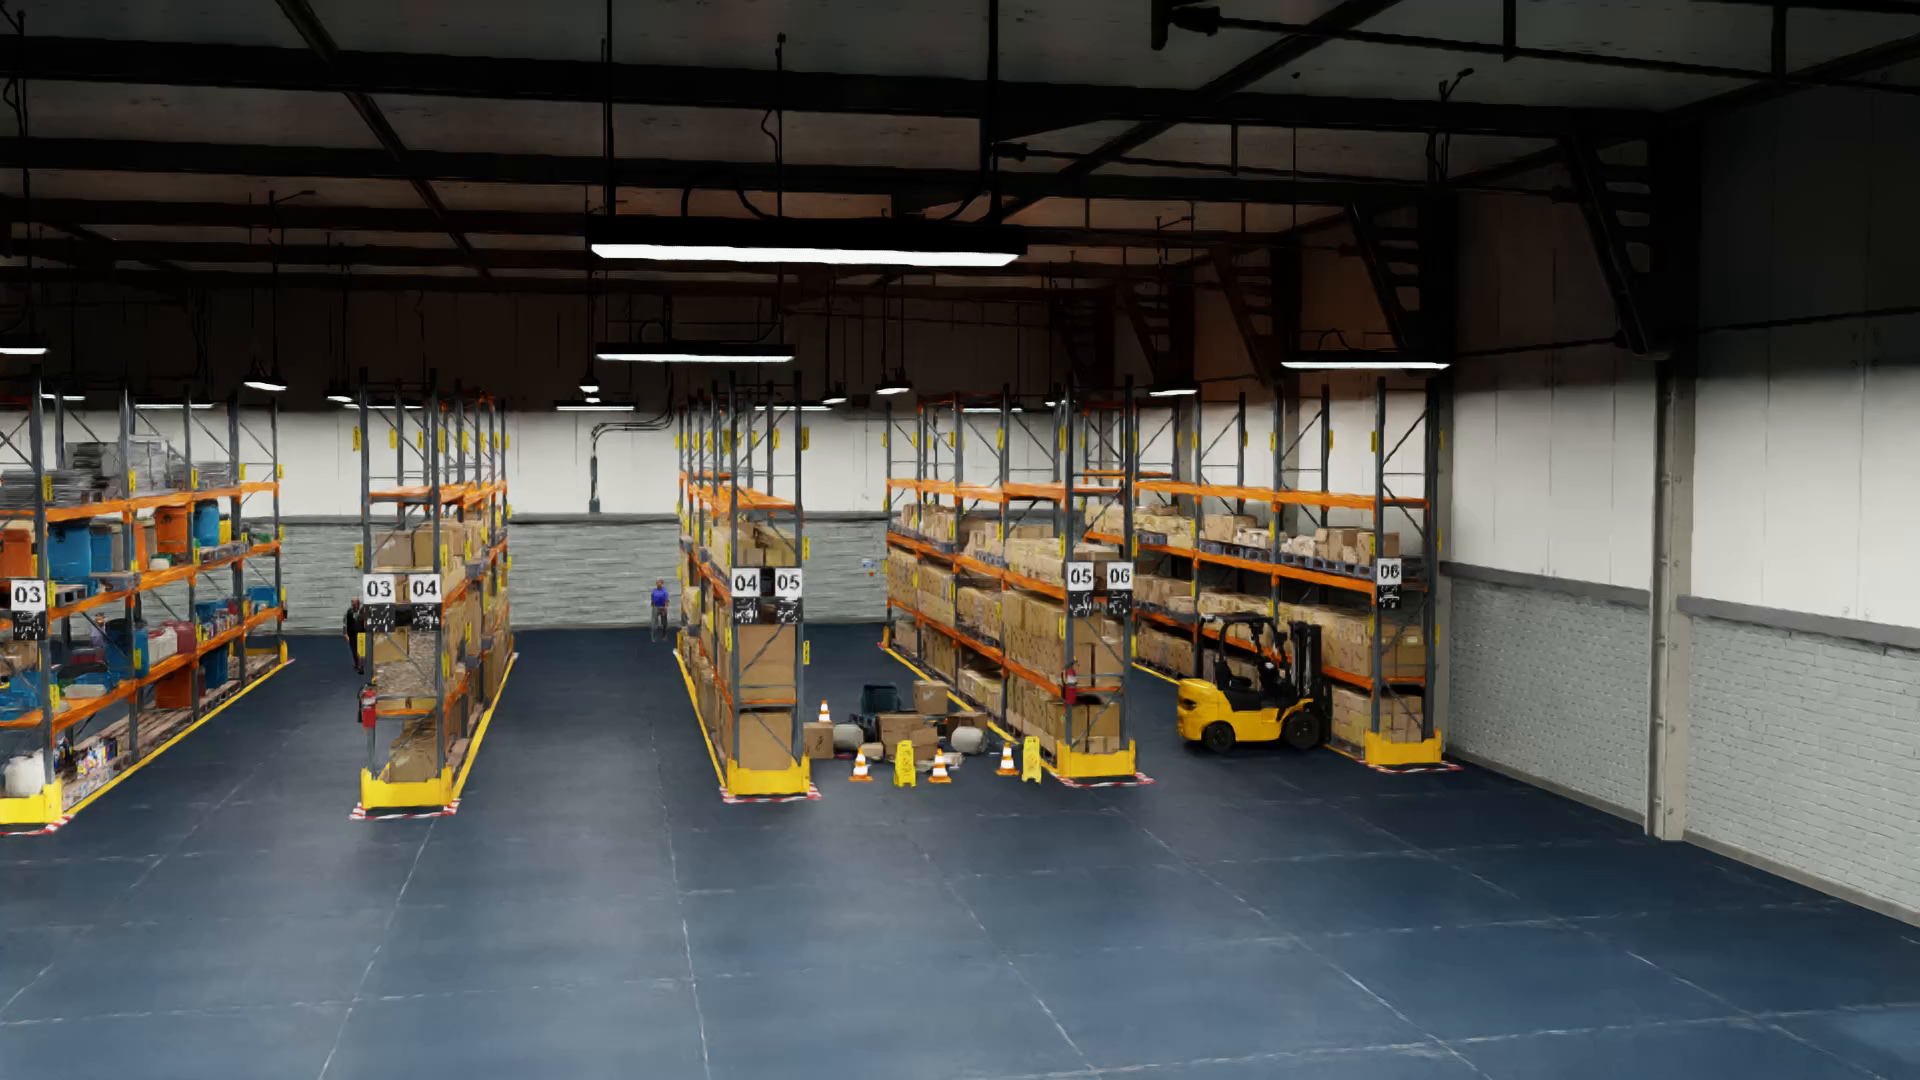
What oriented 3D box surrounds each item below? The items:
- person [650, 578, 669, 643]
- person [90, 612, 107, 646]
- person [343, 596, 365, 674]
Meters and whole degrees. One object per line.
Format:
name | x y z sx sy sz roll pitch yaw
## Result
person | -7.448 1.745 41.284 0.444 1.563 0.990 0 3 -3
person | -17.187 2.222 33.335 0.478 1.566 1.072 -1 4 -15
person | -13.017 2.035 35.858 0.542 1.648 1.115 -1 3 -10
